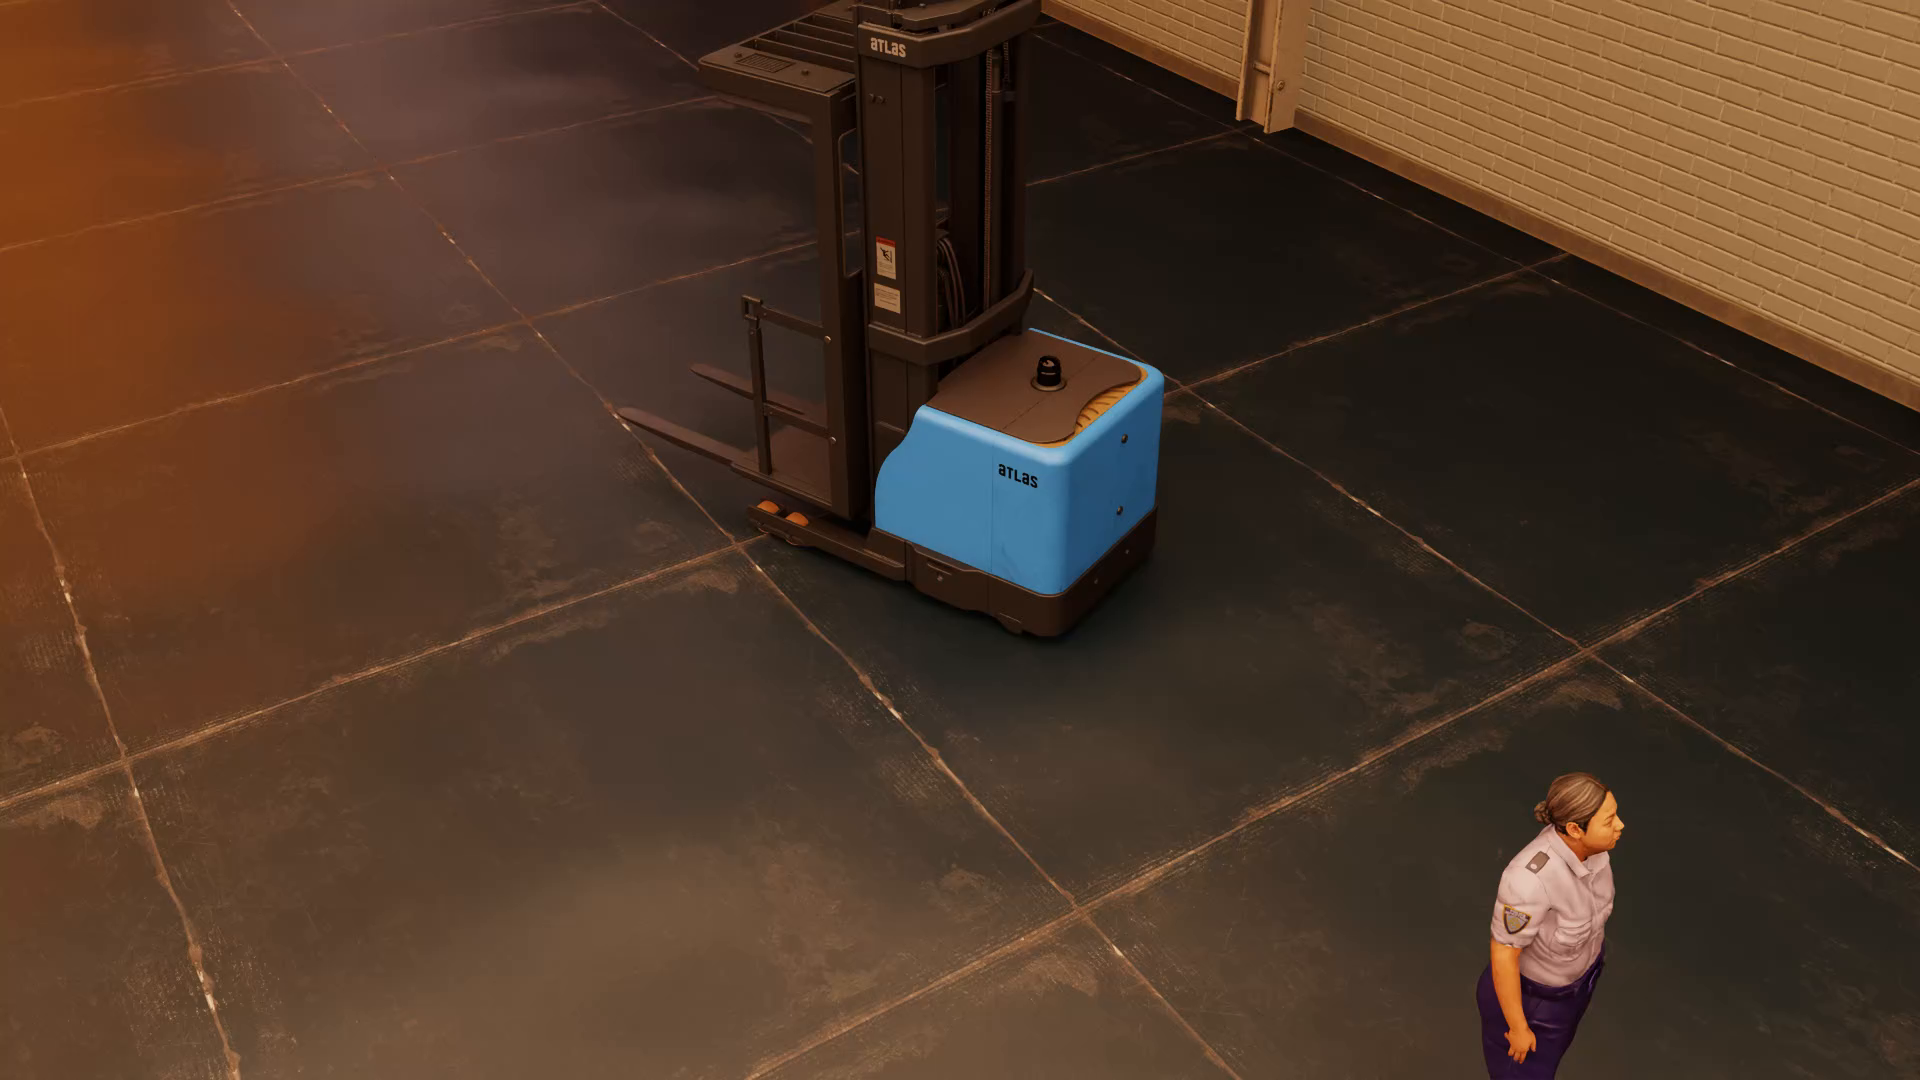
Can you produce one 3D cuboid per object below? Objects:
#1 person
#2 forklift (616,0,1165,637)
[{"bbox_3d":[1.889,1.447,5.193,0.502,1.650,0.599,27,43,33],"label":"person"},{"bbox_3d":[-0.500,-1.399,8.138,3.031,2.935,1.130,22,41,28],"label":"forklift"}]
